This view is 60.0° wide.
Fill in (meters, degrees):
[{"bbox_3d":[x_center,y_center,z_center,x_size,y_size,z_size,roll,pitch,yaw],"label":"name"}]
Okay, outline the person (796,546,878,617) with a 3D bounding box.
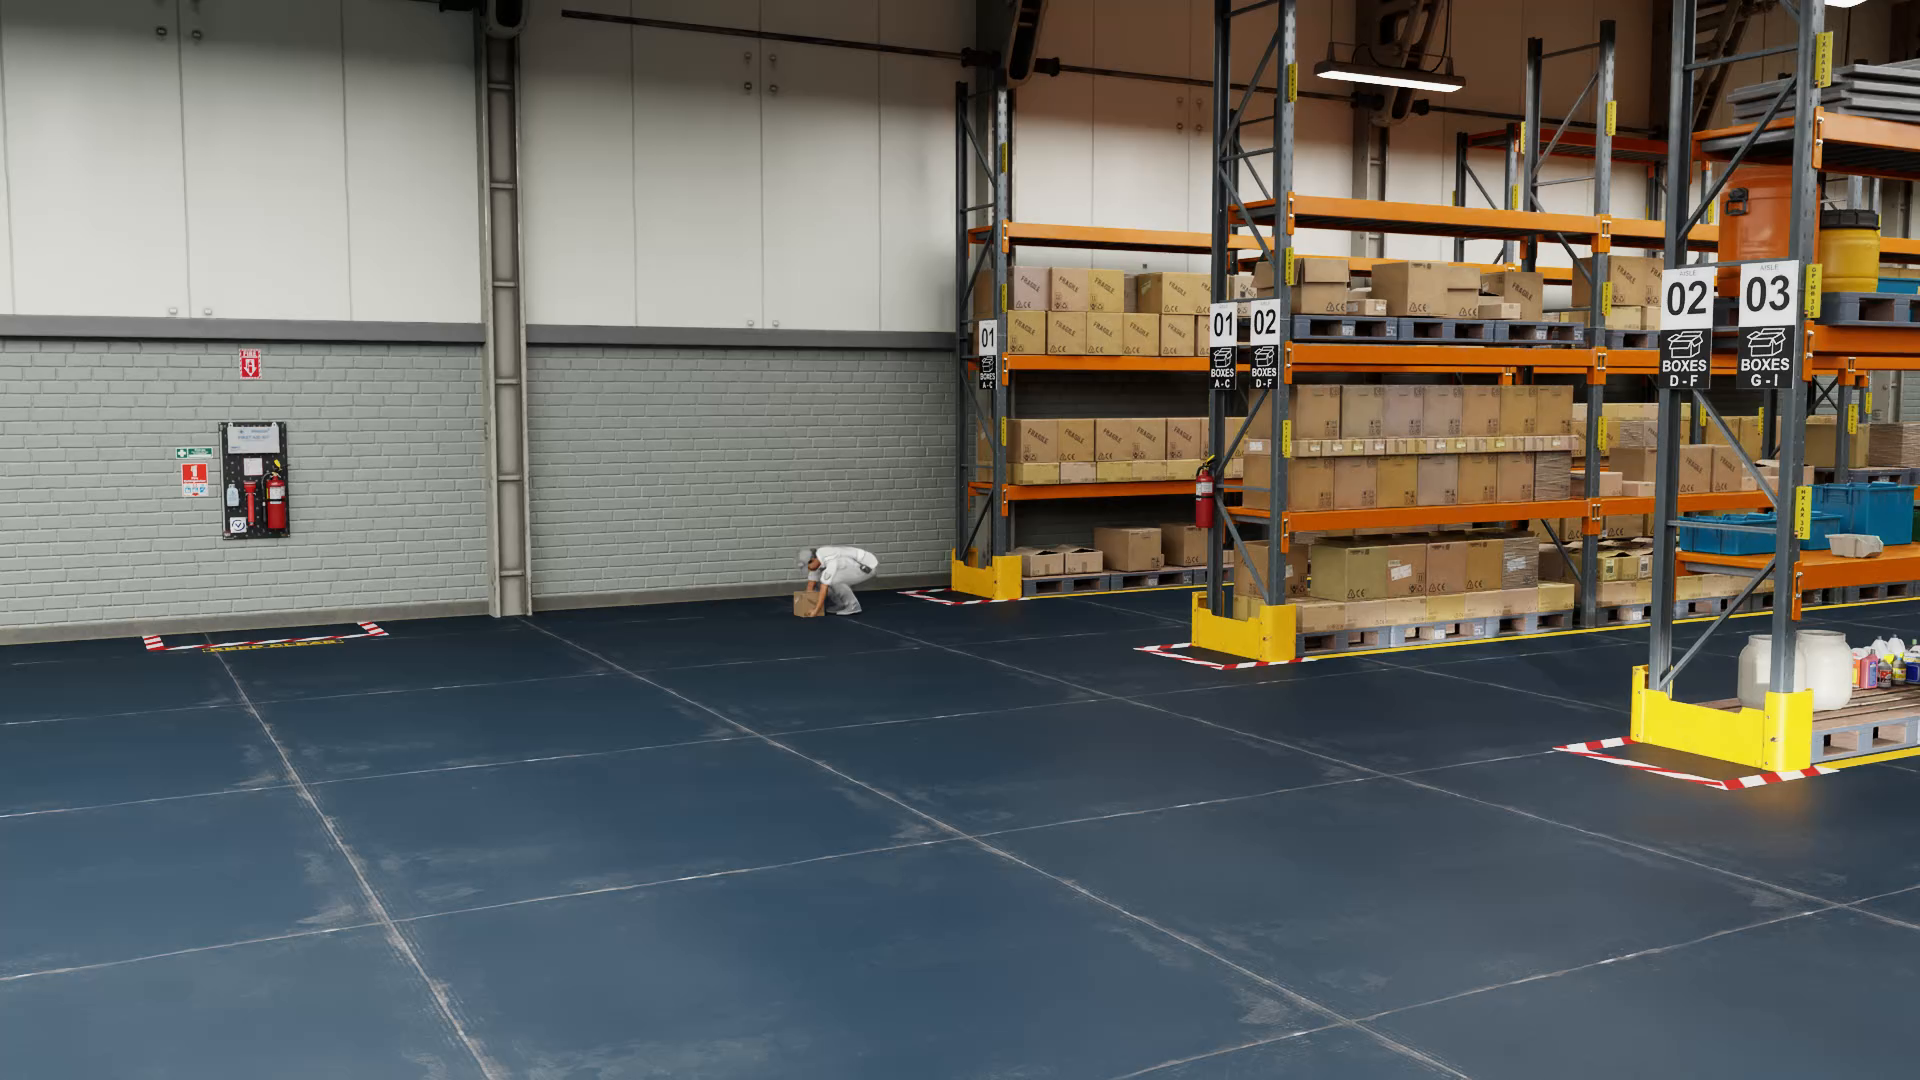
[{"bbox_3d":[-1.339,0.439,17.895,0.931,0.752,0.488,-3,6,-30],"label":"person"}]
